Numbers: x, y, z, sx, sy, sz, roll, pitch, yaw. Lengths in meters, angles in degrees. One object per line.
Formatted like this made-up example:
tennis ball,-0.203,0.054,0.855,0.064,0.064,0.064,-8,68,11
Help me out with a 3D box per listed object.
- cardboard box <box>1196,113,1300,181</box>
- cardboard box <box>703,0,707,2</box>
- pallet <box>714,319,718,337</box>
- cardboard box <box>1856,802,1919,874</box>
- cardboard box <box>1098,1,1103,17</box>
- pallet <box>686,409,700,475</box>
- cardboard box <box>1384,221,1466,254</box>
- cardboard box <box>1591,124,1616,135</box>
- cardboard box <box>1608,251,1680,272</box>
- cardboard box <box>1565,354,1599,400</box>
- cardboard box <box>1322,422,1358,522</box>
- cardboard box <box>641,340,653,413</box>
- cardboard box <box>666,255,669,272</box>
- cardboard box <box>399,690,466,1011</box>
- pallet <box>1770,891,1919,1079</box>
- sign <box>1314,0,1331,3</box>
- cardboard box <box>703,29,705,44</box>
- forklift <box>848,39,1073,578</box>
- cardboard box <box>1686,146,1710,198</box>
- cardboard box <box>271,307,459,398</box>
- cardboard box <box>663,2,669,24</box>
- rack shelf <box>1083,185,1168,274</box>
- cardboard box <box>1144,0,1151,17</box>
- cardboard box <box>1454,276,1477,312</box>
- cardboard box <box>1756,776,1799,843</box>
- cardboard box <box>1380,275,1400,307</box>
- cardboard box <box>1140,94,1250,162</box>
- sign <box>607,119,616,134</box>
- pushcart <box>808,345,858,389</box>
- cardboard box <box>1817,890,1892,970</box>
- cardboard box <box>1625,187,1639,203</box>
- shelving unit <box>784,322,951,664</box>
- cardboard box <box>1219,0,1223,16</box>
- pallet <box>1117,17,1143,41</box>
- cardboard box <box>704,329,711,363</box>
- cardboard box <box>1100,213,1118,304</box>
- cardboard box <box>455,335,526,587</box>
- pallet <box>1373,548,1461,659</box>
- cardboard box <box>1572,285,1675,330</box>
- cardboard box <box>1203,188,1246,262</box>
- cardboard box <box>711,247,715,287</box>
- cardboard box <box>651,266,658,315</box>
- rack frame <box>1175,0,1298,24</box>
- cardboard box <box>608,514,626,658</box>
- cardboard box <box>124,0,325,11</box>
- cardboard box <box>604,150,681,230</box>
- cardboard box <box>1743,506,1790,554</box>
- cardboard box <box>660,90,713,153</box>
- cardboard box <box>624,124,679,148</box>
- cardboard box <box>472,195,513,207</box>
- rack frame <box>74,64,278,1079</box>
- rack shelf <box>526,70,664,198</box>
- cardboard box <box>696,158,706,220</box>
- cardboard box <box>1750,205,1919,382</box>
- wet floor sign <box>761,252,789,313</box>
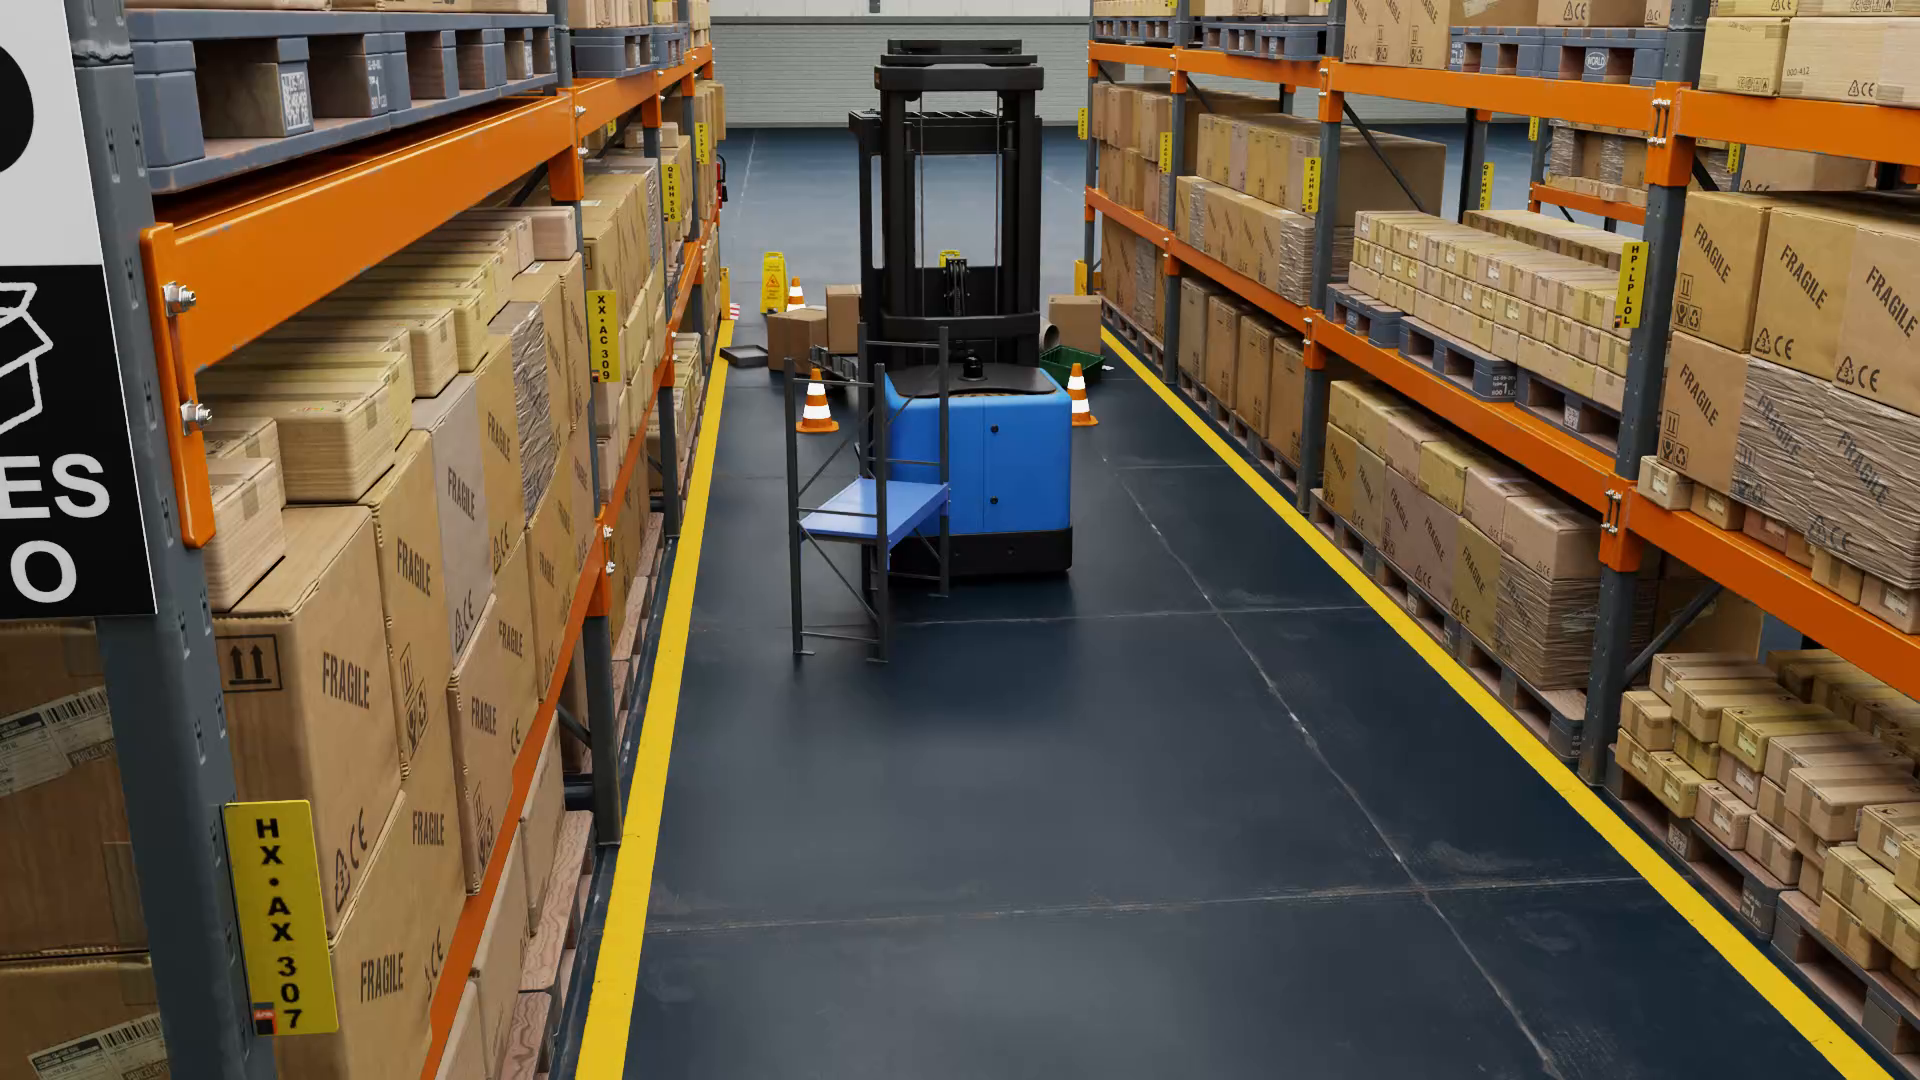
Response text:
cardboard box,2.334,-3.194,13.506,0.700,0.500,0.500,-2,18,-7
cardboard box,-2.721,-5.425,16.531,0.380,0.149,0.250,-2,18,-5
pallet,-2.993,-2.229,16.925,1.003,0.211,1.213,-2,18,-6
cardboard box,3.080,0.944,5.229,0.380,0.149,0.250,-3,18,-8
cardboard box,1.607,-5.380,16.849,0.380,0.149,0.250,-2,18,-5
pallet,-2.426,-0.707,12.077,1.003,0.211,1.213,-2,18,-6
cardboard box,2.595,-1.692,9.285,0.380,0.149,0.250,-2,18,-6
cardboard box,6.691,-4.328,16.622,0.500,0.500,0.500,-2,18,-6
cardboard box,3.384,-1.314,8.081,0.380,0.149,0.250,-1,17,-4
cardboard box,2.836,-0.703,7.128,0.380,0.149,0.250,-2,18,-5
cardboard box,2.508,-0.414,9.960,0.500,0.500,0.500,-3,18,-8
cardboard box,-1.729,-0.774,7.886,0.500,0.250,0.500,-2,18,-7
cardboard box,-2.051,-1.793,10.599,0.380,0.149,0.250,-3,18,-9
cardboard box,-1.243,0.592,3.116,0.500,0.500,0.500,-2,18,-6
pallet,3.335,1.461,5.172,1.003,0.211,1.213,-2,18,-6
sign,2.136,-3.326,9.760,0.100,0.325,0.005,-2,18,-6
cardboard box,-2.682,-4.886,16.143,0.380,0.149,0.250,-1,17,-4
forklift,-0.094,-1.585,10.332,1.130,2.935,3.031,-3,18,-8
cardboard box,7.219,-3.415,15.385,0.875,0.500,0.500,-2,18,-6
cardboard box,-1.279,-0.394,3.505,0.380,0.149,0.250,-2,18,-5
cardboard box,-2.385,-3.873,12.048,0.500,0.250,0.500,-2,17,-5
rack shelf,2.070,-3.069,16.147,1.077,0.370,4.000,-2,18,-6
cardboard box,1.840,-4.703,14.693,0.380,0.149,0.250,-2,18,-5
cardboard box,2.705,-1.233,8.319,0.380,0.149,0.250,-1,17,-4
cardboard box,3.022,0.927,5.778,0.380,0.149,0.250,-3,18,-8
cardboard box,2.590,-1.406,9.365,0.380,0.149,0.250,-1,17,-3
cardboard box,2.100,-3.675,14.821,0.875,0.550,0.550,-2,18,-6
sign,-3.589,-4.222,17.171,0.100,0.325,0.005,-2,18,-6
pushcart,-0.374,-1.468,14.223,1.648,0.377,0.936,-8,19,-25
cardboard box,2.994,1.230,5.309,0.380,0.149,0.250,-2,18,-7
cardboard box,6.816,-3.399,16.416,0.380,0.149,0.250,-2,18,-6
shelving unit,-0.450,-0.275,8.548,0.538,1.500,1.048,5,18,16
cardboard box,2.137,-4.059,12.643,0.250,0.149,0.380,-2,18,-6
pallet,2.080,-4.812,15.638,1.003,0.211,1.213,-2,18,-6
cardboard box,-2.429,-1.706,14.494,0.500,0.250,0.500,-3,18,-8
cardboard box,2.000,-2.995,17.555,0.875,0.875,0.875,-2,18,-5
cardboard box,-1.339,-0.190,3.940,0.500,0.500,0.500,-2,18,-5
pallet,2.891,0.301,8.866,1.003,0.211,1.213,-2,18,-6
cardboard box,2.838,-0.991,7.051,0.380,0.149,0.250,-2,18,-7
cardboard box,2.165,-2.400,12.647,0.500,0.500,0.500,-2,18,-6
cardboard box,-2.605,-2.535,15.882,0.500,0.500,0.500,-2,18,-7
cardboard box,-1.865,-1.320,8.789,0.500,0.250,0.500,-2,18,-7
rack frame,2.277,-5.679,13.242,1.000,3.000,0.127,-2,18,-6
cardboard box,-2.056,0.112,7.658,0.875,0.875,0.875,-1,17,-4
cardboard box,-1.282,-0.949,2.736,0.380,0.149,0.250,-1,17,-4
cardboard box,-2.206,-2.435,11.562,0.500,0.500,0.500,-2,18,-8
cardboard box,2.986,-0.066,5.800,0.380,0.149,0.250,-3,18,-8
cardboard box,-2.497,-3.591,14.275,0.700,0.500,0.500,-2,18,-5
cardboard box,-2.229,-2.917,12.012,0.380,0.149,0.250,-3,18,-8
cardboard box,-2.201,-1.206,7.174,0.500,0.500,0.500,-1,17,-4
rack frame,-1.399,0.942,2.170,1.000,3.000,0.127,-2,18,-6
rack shelf,-2.018,-1.934,7.523,1.077,0.370,4.000,-2,18,-6
cardboard box,-2.405,-2.963,13.944,0.500,0.500,0.500,-2,18,-6
cardboard box,2.974,-0.804,5.397,0.500,0.500,0.500,-2,18,-7
wet floor sign,-2.005,-2.792,17.992,0.267,0.644,0.232,4,18,13
